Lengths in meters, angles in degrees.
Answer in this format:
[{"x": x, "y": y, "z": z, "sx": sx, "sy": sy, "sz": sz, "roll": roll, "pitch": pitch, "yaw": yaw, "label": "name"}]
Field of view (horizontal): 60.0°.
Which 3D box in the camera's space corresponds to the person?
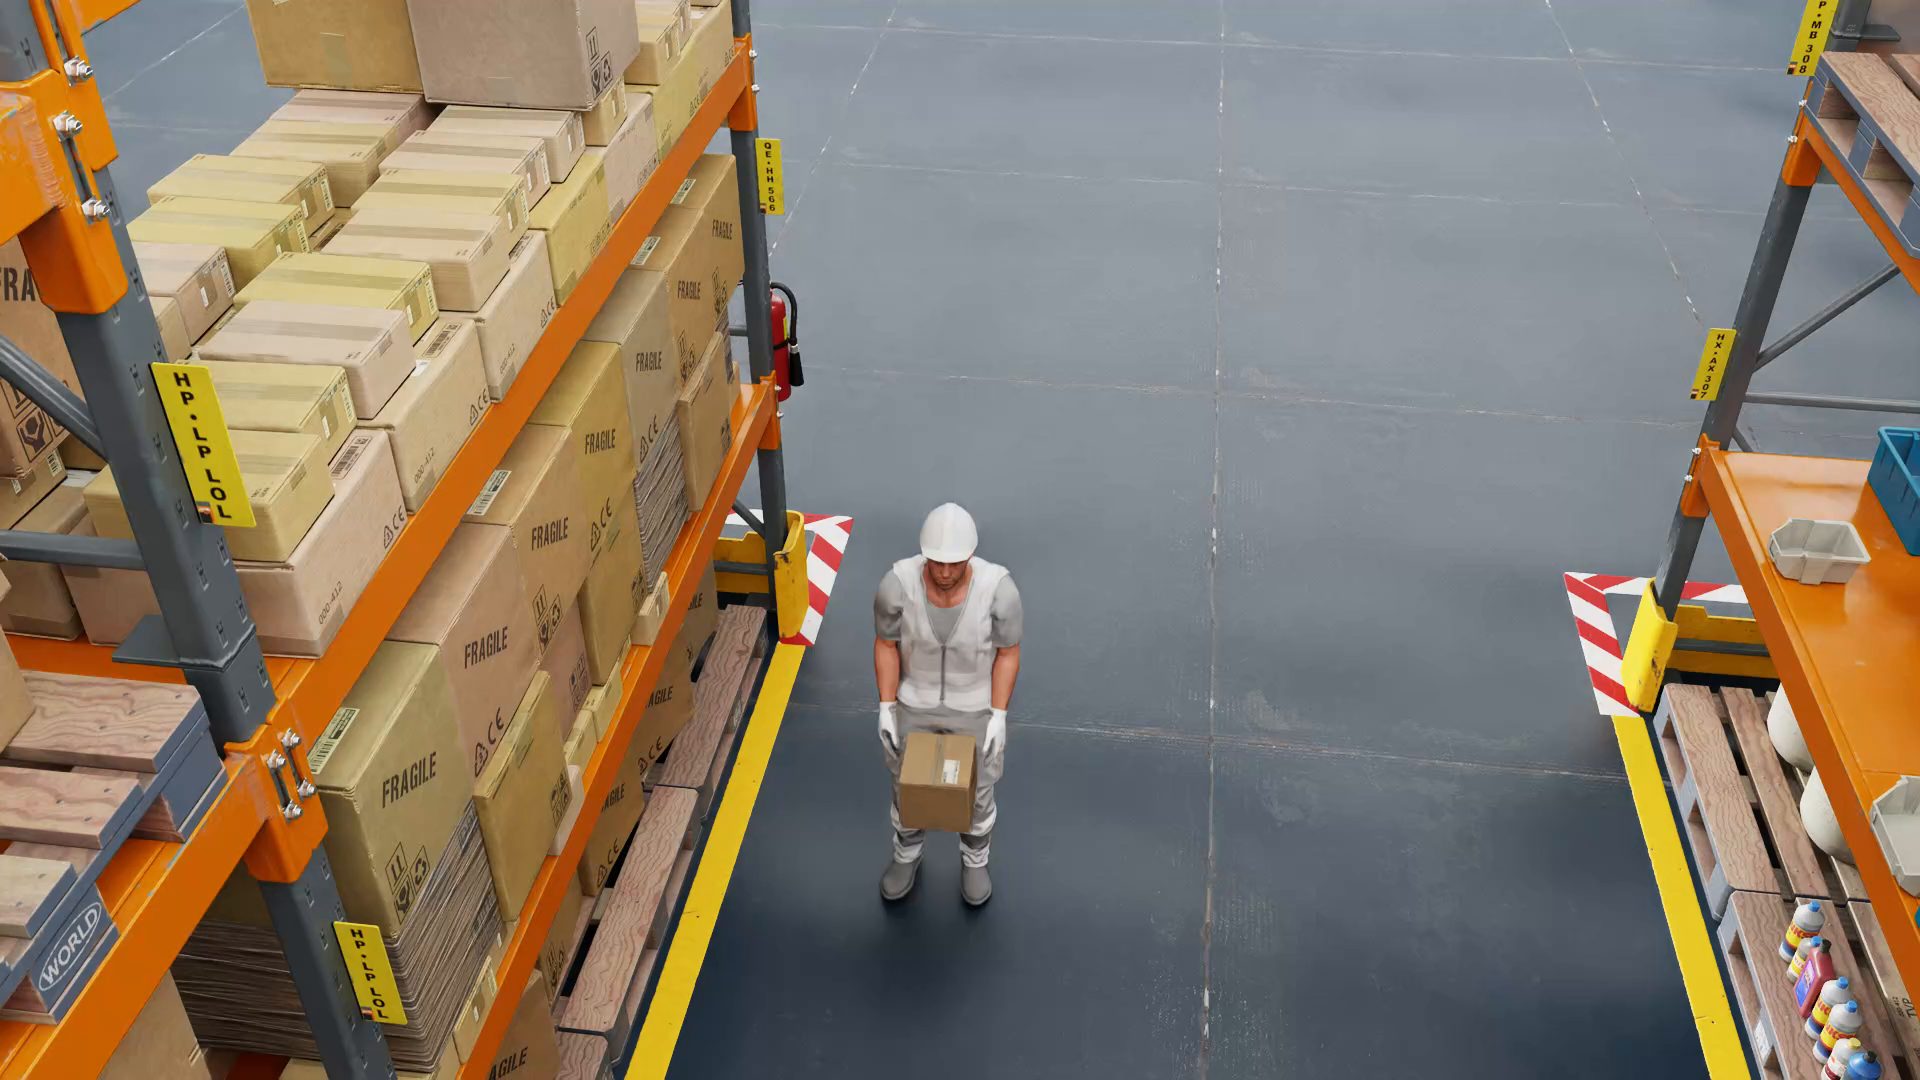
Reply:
[{"x": -0.048, "y": 0.621, "z": 6.158, "sx": 0.537, "sy": 1.790, "sz": 0.437, "roll": 4, "pitch": 36, "yaw": 5, "label": "person"}]
